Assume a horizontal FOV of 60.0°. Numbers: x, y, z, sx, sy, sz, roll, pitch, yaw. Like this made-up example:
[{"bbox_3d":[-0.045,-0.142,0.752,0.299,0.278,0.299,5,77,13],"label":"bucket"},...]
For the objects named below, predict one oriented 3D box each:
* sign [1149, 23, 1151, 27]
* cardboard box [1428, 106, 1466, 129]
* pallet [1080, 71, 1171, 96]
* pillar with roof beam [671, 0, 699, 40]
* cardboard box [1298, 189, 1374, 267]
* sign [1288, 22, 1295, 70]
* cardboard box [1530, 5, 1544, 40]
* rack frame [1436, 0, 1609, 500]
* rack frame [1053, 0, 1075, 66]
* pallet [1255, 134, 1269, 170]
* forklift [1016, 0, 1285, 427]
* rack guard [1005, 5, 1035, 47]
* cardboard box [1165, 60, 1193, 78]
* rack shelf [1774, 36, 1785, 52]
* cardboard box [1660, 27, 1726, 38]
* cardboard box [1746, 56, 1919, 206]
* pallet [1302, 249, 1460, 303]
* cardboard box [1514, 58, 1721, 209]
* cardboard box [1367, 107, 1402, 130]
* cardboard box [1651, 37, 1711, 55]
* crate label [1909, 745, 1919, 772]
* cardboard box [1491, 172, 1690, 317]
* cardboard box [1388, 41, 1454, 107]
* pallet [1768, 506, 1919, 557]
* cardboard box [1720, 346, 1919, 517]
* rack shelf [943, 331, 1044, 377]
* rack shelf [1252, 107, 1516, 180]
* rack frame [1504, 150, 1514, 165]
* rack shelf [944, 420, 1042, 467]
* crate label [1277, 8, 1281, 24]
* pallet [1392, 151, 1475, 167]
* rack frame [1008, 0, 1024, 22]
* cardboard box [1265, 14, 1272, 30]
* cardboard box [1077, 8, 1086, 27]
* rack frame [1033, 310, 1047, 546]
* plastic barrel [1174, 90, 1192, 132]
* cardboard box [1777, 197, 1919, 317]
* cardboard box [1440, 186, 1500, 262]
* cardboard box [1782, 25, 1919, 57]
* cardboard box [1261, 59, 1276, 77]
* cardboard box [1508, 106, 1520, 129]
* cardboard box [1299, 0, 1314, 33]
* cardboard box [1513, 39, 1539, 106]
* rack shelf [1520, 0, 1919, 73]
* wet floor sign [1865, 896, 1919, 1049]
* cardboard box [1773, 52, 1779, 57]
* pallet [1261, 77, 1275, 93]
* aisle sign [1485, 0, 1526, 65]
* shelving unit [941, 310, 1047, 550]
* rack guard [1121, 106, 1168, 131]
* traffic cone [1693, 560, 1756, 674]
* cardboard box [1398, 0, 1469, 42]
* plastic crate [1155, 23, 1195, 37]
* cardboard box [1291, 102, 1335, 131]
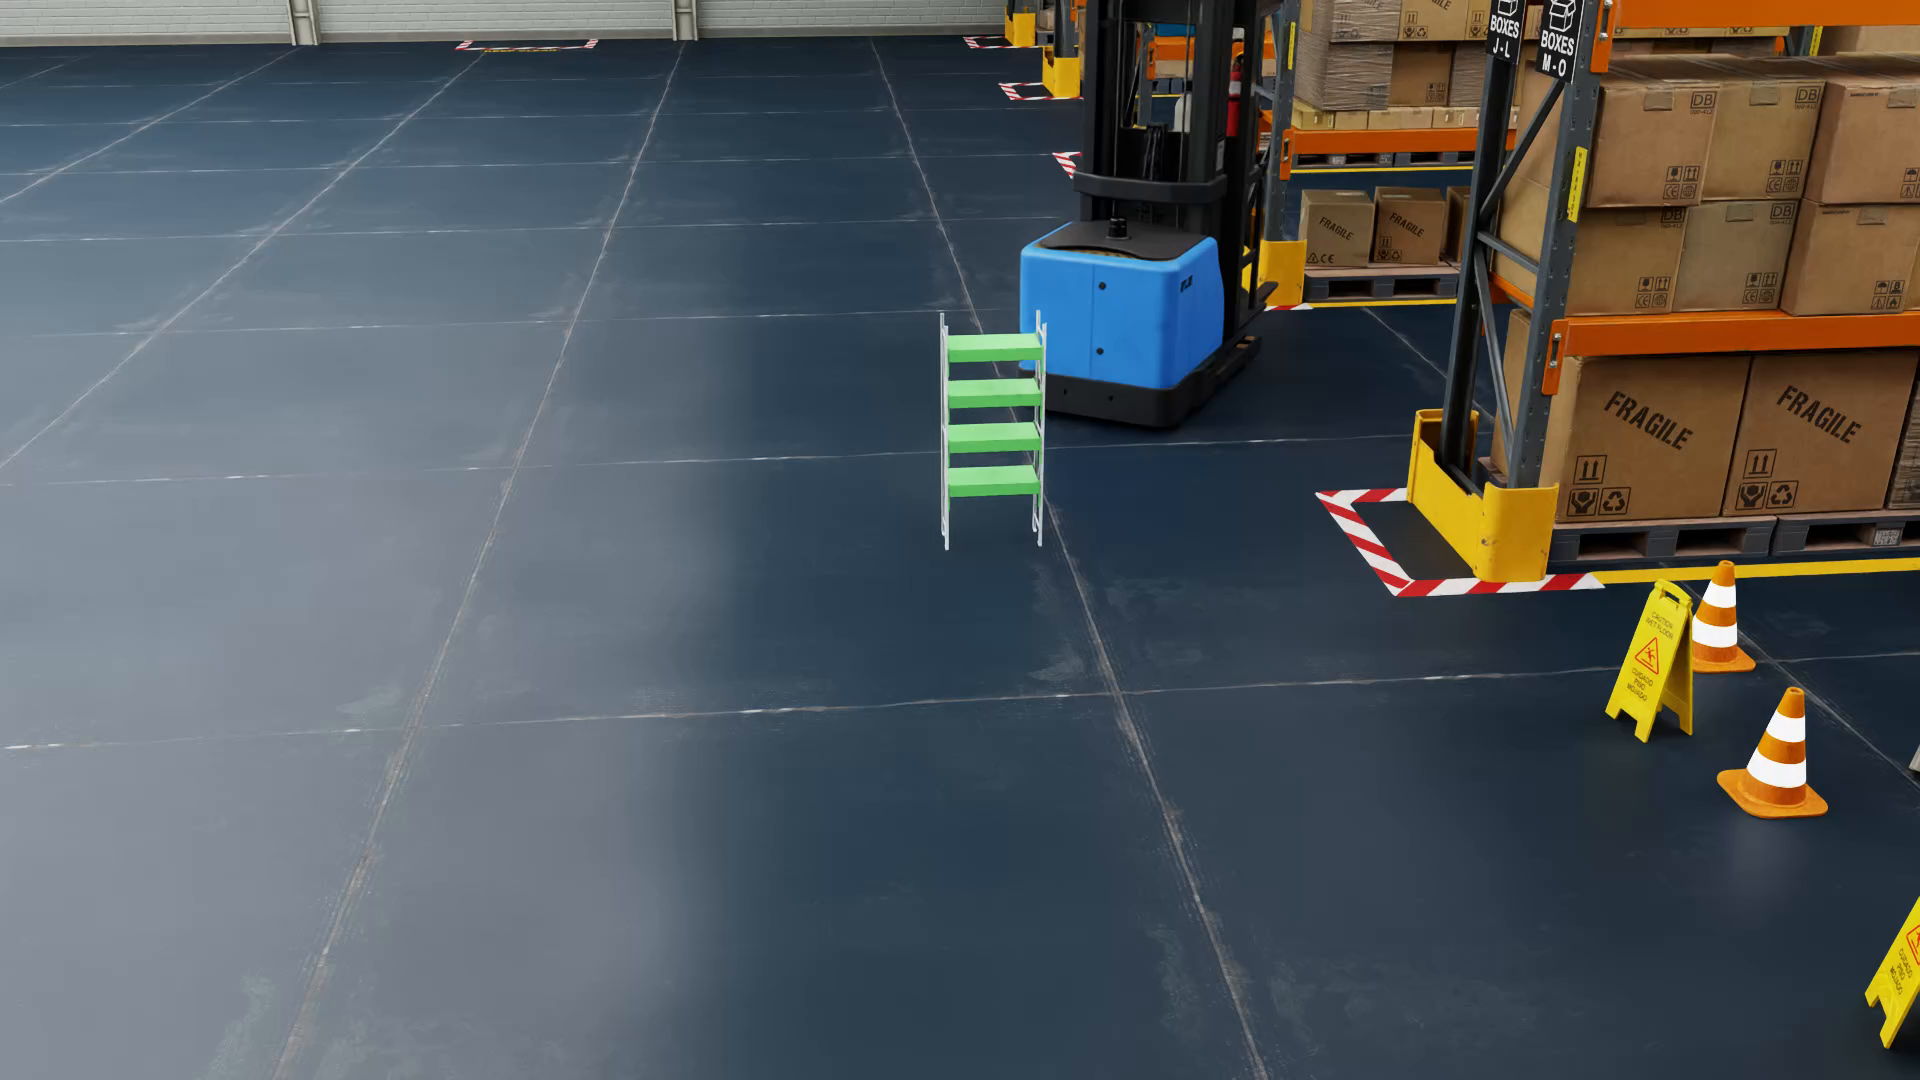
[{"bbox_3d":[1.911,-5.313,16.669,0.005,0.325,0.100,-2,24,-5],"label":"sign"},{"bbox_3d":[3.652,-3.239,12.652,0.250,0.149,0.380,-2,24,-5],"label":"cardboard box"},{"bbox_3d":[2.135,-6.184,22.403,1.213,0.211,1.003,-2,24,-5],"label":"pallet"},{"bbox_3d":[-4.049,-10.552,21.412,0.400,9.000,9.100,-2,24,-5],"label":"pillar with roof beam"},{"bbox_3d":[2.971,-2.475,13.185,0.500,0.500,0.500,2,24,5],"label":"cardboard box"},{"bbox_3d":[2.401,-3.583,12.052,0.005,0.325,0.100,-2,24,-5],"label":"sign"},{"bbox_3d":[4.415,-4.017,12.374,0.500,0.500,0.500,-2,24,-5],"label":"cardboard box"},{"bbox_3d":[2.735,-1.398,8.202,0.127,3.000,1.000,-2,24,-5],"label":"rack frame"},{"bbox_3d":[1.378,-7.411,21.730,0.127,3.000,1.000,-2,24,-5],"label":"rack frame"},{"bbox_3d":[2.741,-4.187,17.910,1.213,0.211,1.003,-2,24,-5],"label":"pallet"},{"bbox_3d":[1.449,-2.591,10.971,1.130,2.935,3.031,11,26,23],"label":"forklift"},{"bbox_3d":[0.963,-8.274,26.749,0.348,0.500,1.175,-2,24,-5],"label":"rack guard"},{"bbox_3d":[2.928,-6.319,22.142,0.500,0.250,0.500,-2,24,-5],"label":"cardboard box"},{"bbox_3d":[7.832,-5.319,17.911,4.000,0.370,1.077,-2,24,-5],"label":"rack shelf"},{"bbox_3d":[5.410,-4.055,12.460,0.500,0.500,0.500,-2,24,-5],"label":"cardboard box"},{"bbox_3d":[4.217,-1.986,8.010,0.550,0.550,0.875,-2,24,-5],"label":"cardboard box"},{"bbox_3d":[3.235,-2.154,13.335,1.213,0.211,1.003,-2,24,-5],"label":"pallet"},{"bbox_3d":[3.108,-1.959,7.950,0.550,0.550,0.875,-2,24,-5],"label":"cardboard box"},{"bbox_3d":[3.156,-3.213,12.595,0.250,0.149,0.380,-2,24,-5],"label":"cardboard box"},{"bbox_3d":[5.374,-3.749,13.003,0.500,0.500,0.875,-2,24,-5],"label":"cardboard box"},{"bbox_3d":[3.952,0.877,6.609,0.298,0.136,0.250,-16,29,-32],"label":"crate label"},{"bbox_3d":[3.100,-1.500,8.246,0.550,0.550,0.875,-2,24,-5],"label":"cardboard box"},{"bbox_3d":[3.384,-3.668,12.819,0.500,0.500,0.875,-2,24,-5],"label":"cardboard box"},{"bbox_3d":[4.734,-0.235,9.018,1.213,0.211,1.003,-2,24,-5],"label":"pallet"},{"bbox_3d":[4.279,-0.709,8.750,0.875,0.875,0.875,-3,24,-6],"label":"cardboard box"},{"bbox_3d":[0.165,-0.935,8.352,0.480,0.148,0.258,-2,24,-5],"label":"rack shelf"},{"bbox_3d":[4.338,-3.158,13.047,4.000,0.370,1.077,-2,24,-5],"label":"rack shelf"},{"bbox_3d":[5.842,-5.568,17.585,0.127,3.000,1.000,-2,24,-5],"label":"rack frame"},{"bbox_3d":[0.165,-0.496,8.547,0.480,0.148,0.258,-2,24,-5],"label":"rack shelf"},{"bbox_3d":[3.666,-5.608,17.630,0.616,0.435,0.502,-2,24,-5],"label":"crate label"},{"bbox_3d":[5.169,-4.284,18.129,1.213,0.211,1.003,-2,24,-5],"label":"pallet"},{"bbox_3d":[0.887,-9.413,26.235,0.127,3.000,1.000,-2,24,-5],"label":"rack frame"},{"bbox_3d":[3.923,-6.705,22.087,0.500,0.500,0.500,-2,24,-5],"label":"cardboard box"},{"bbox_3d":[2.152,-8.399,26.723,0.500,0.311,0.500,0,24,-1],"label":"cardboard box"},{"bbox_3d":[0.408,-0.565,8.543,0.015,1.200,0.240,-2,24,-5],"label":"rack frame"},{"bbox_3d":[2.509,-4.521,17.774,0.421,0.512,0.421,0,24,0],"label":"plastic barrel"},{"bbox_3d":[4.214,-1.502,8.251,0.550,0.550,0.875,-2,24,-5],"label":"cardboard box"},{"bbox_3d":[4.187,-2.530,13.309,0.500,0.500,0.500,0,24,0],"label":"cardboard box"},{"bbox_3d":[7.133,-4.008,12.818,1.000,1.000,1.000,-2,24,-5],"label":"cardboard box"},{"bbox_3d":[3.924,-6.357,22.228,0.500,0.250,0.500,-2,24,-5],"label":"cardboard box"},{"bbox_3d":[4.157,-3.228,12.628,0.250,0.149,0.380,-2,24,-5],"label":"cardboard box"},{"bbox_3d":[2.871,-4.167,12.712,0.500,0.500,0.500,-2,24,-5],"label":"cardboard box"},{"bbox_3d":[4.384,-3.685,12.859,0.500,0.500,0.875,-2,24,-5],"label":"cardboard box"},{"bbox_3d":[4.725,-2.520,7.918,4.000,0.370,1.077,-2,24,-5],"label":"rack shelf"},{"bbox_3d":[3.028,1.250,5.144,0.232,0.644,0.267,6,25,13],"label":"wet floor sign"},{"bbox_3d":[10.840,-6.733,22.741,0.500,0.500,0.500,-3,24,-6],"label":"cardboard box"},{"bbox_3d":[4.563,-6.282,22.623,1.213,0.211,1.003,-2,24,-5],"label":"pallet"},{"bbox_3d":[2.635,-2.704,7.940,0.004,0.787,0.394,-2,24,-5],"label":"aisle sign"},{"bbox_3d":[0.165,-0.555,8.521,0.503,1.200,0.258,-2,24,-5],"label":"shelving unit"},{"bbox_3d":[1.932,-4.288,17.783,0.348,0.500,1.175,-2,24,-5],"label":"rack guard"},{"bbox_3d":[3.403,0.314,7.474,0.334,0.463,0.336,-2,24,-5],"label":"traffic cone"},{"bbox_3d":[3.420,-3.974,12.278,0.500,0.500,0.500,-2,24,-5],"label":"cardboard box"},{"bbox_3d":[2.330,-5.482,17.573,0.616,0.251,0.499,-2,24,-5],"label":"plastic crate"},{"bbox_3d":[2.655,-3.207,12.581,0.250,0.149,0.380,-2,24,-5],"label":"cardboard box"}]
